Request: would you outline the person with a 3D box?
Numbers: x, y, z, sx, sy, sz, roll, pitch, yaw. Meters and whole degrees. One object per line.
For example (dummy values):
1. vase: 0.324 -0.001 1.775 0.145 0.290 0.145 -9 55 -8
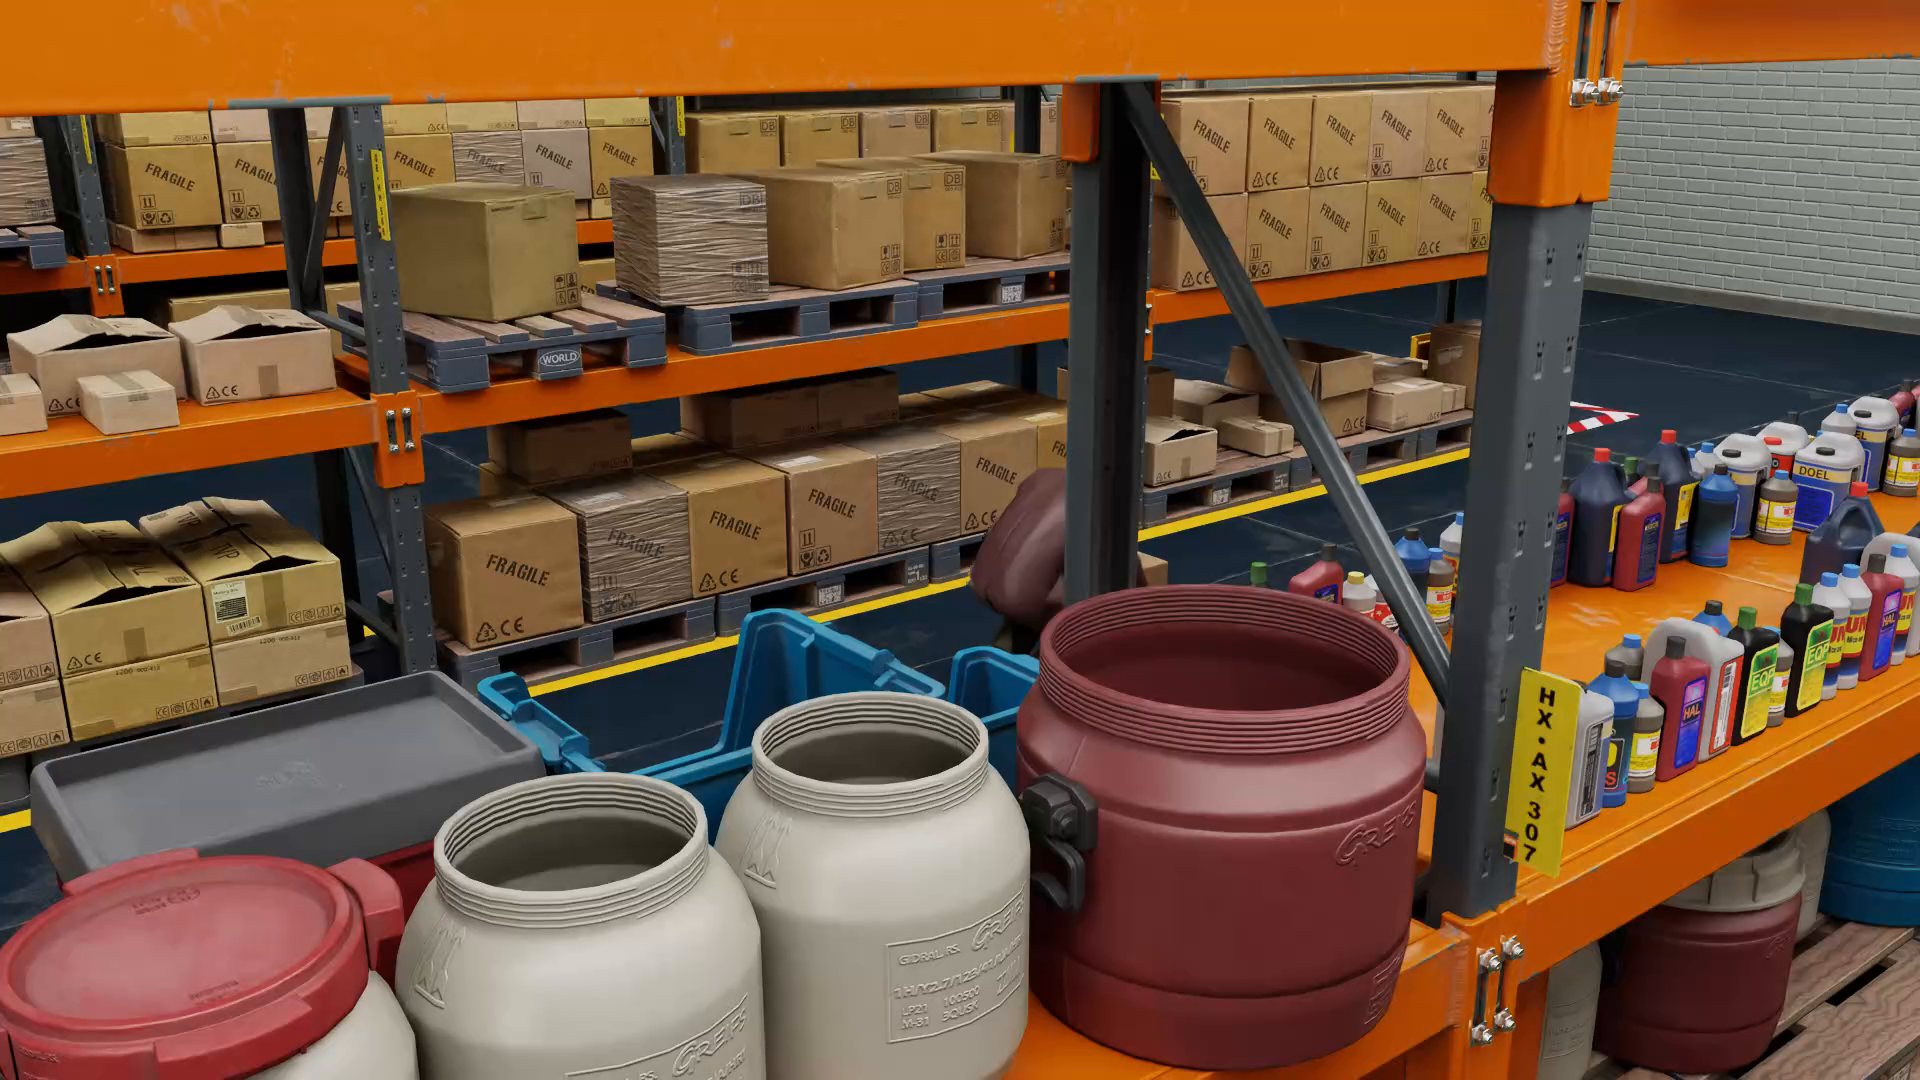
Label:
1. person: 0.449 0.119 7.034 0.936 0.981 0.577 -14 22 -37
